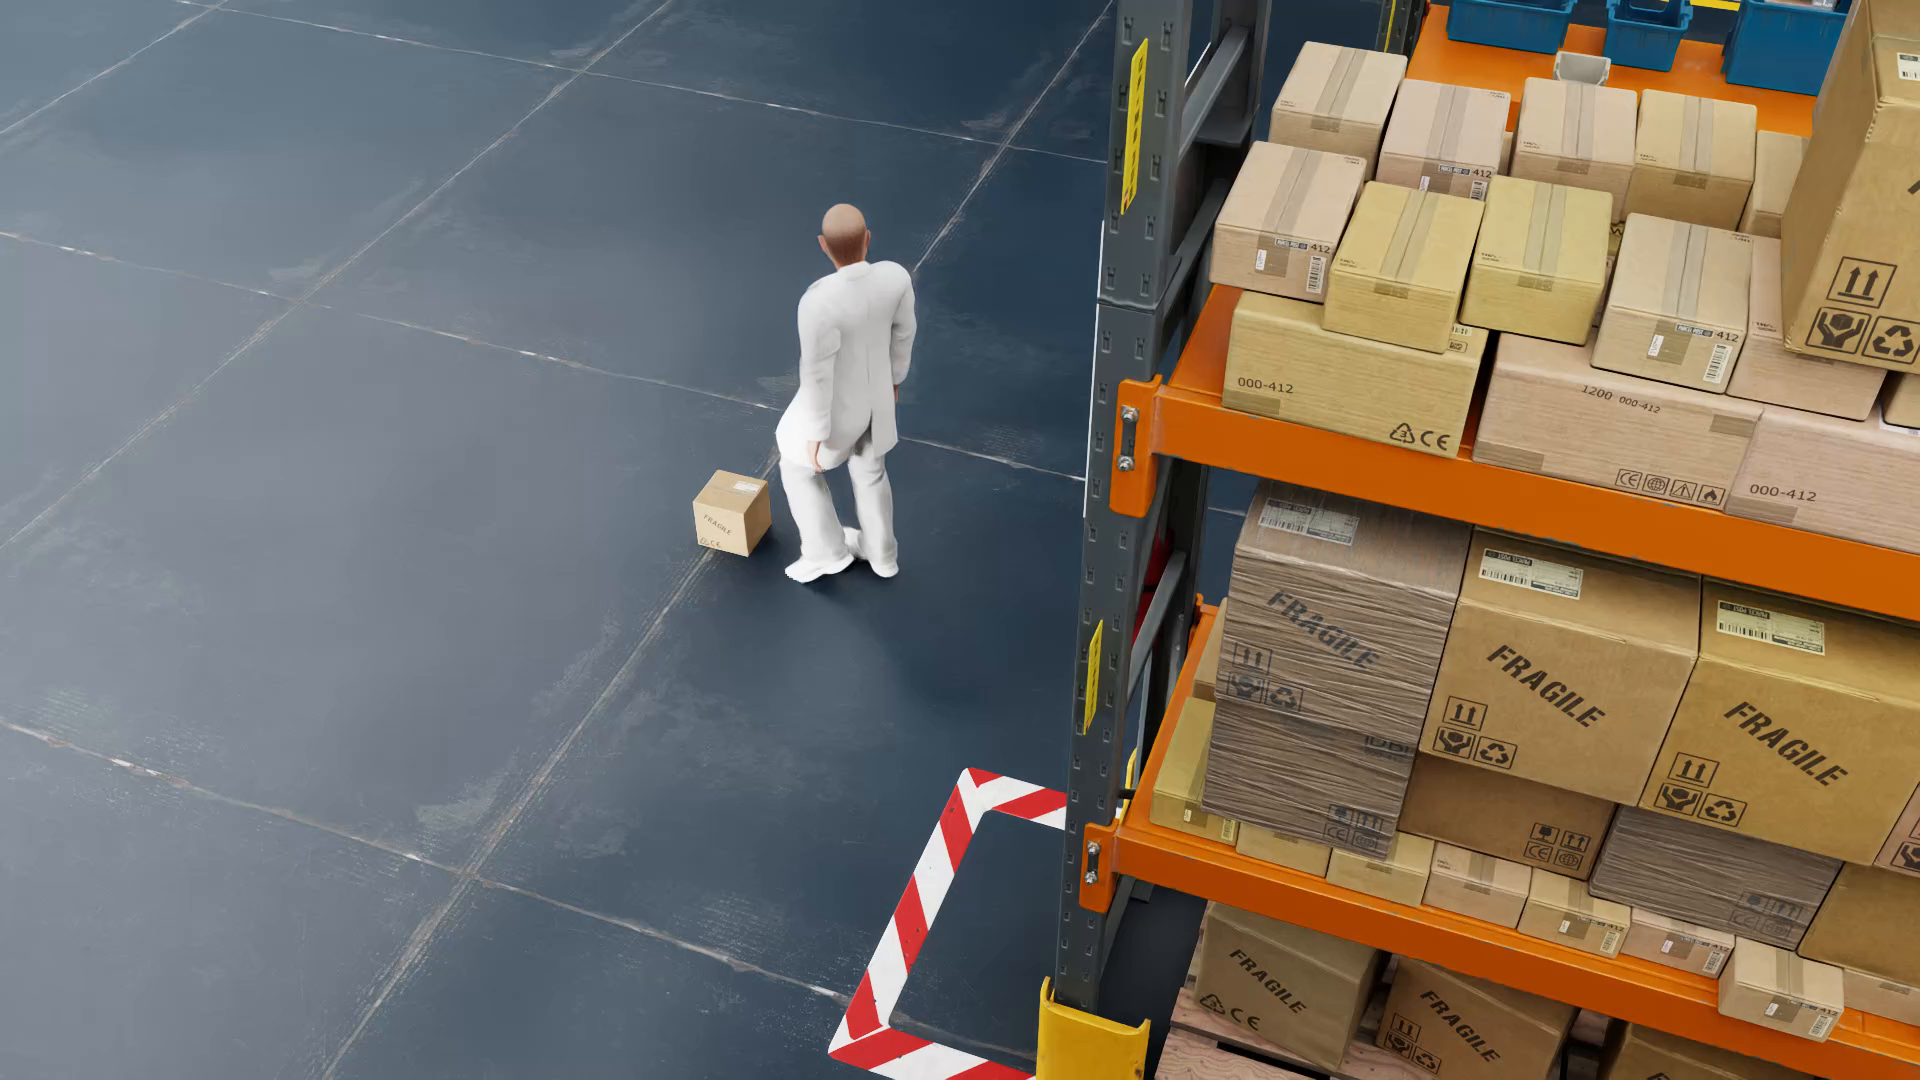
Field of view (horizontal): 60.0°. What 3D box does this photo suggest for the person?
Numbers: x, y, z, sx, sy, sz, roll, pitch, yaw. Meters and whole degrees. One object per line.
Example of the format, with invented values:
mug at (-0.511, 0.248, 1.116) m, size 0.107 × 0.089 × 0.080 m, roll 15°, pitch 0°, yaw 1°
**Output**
person at (-0.478, -0.541, 6.817) m, size 0.621 × 1.845 × 0.428 m, roll -33°, pitch 50°, yaw -32°
